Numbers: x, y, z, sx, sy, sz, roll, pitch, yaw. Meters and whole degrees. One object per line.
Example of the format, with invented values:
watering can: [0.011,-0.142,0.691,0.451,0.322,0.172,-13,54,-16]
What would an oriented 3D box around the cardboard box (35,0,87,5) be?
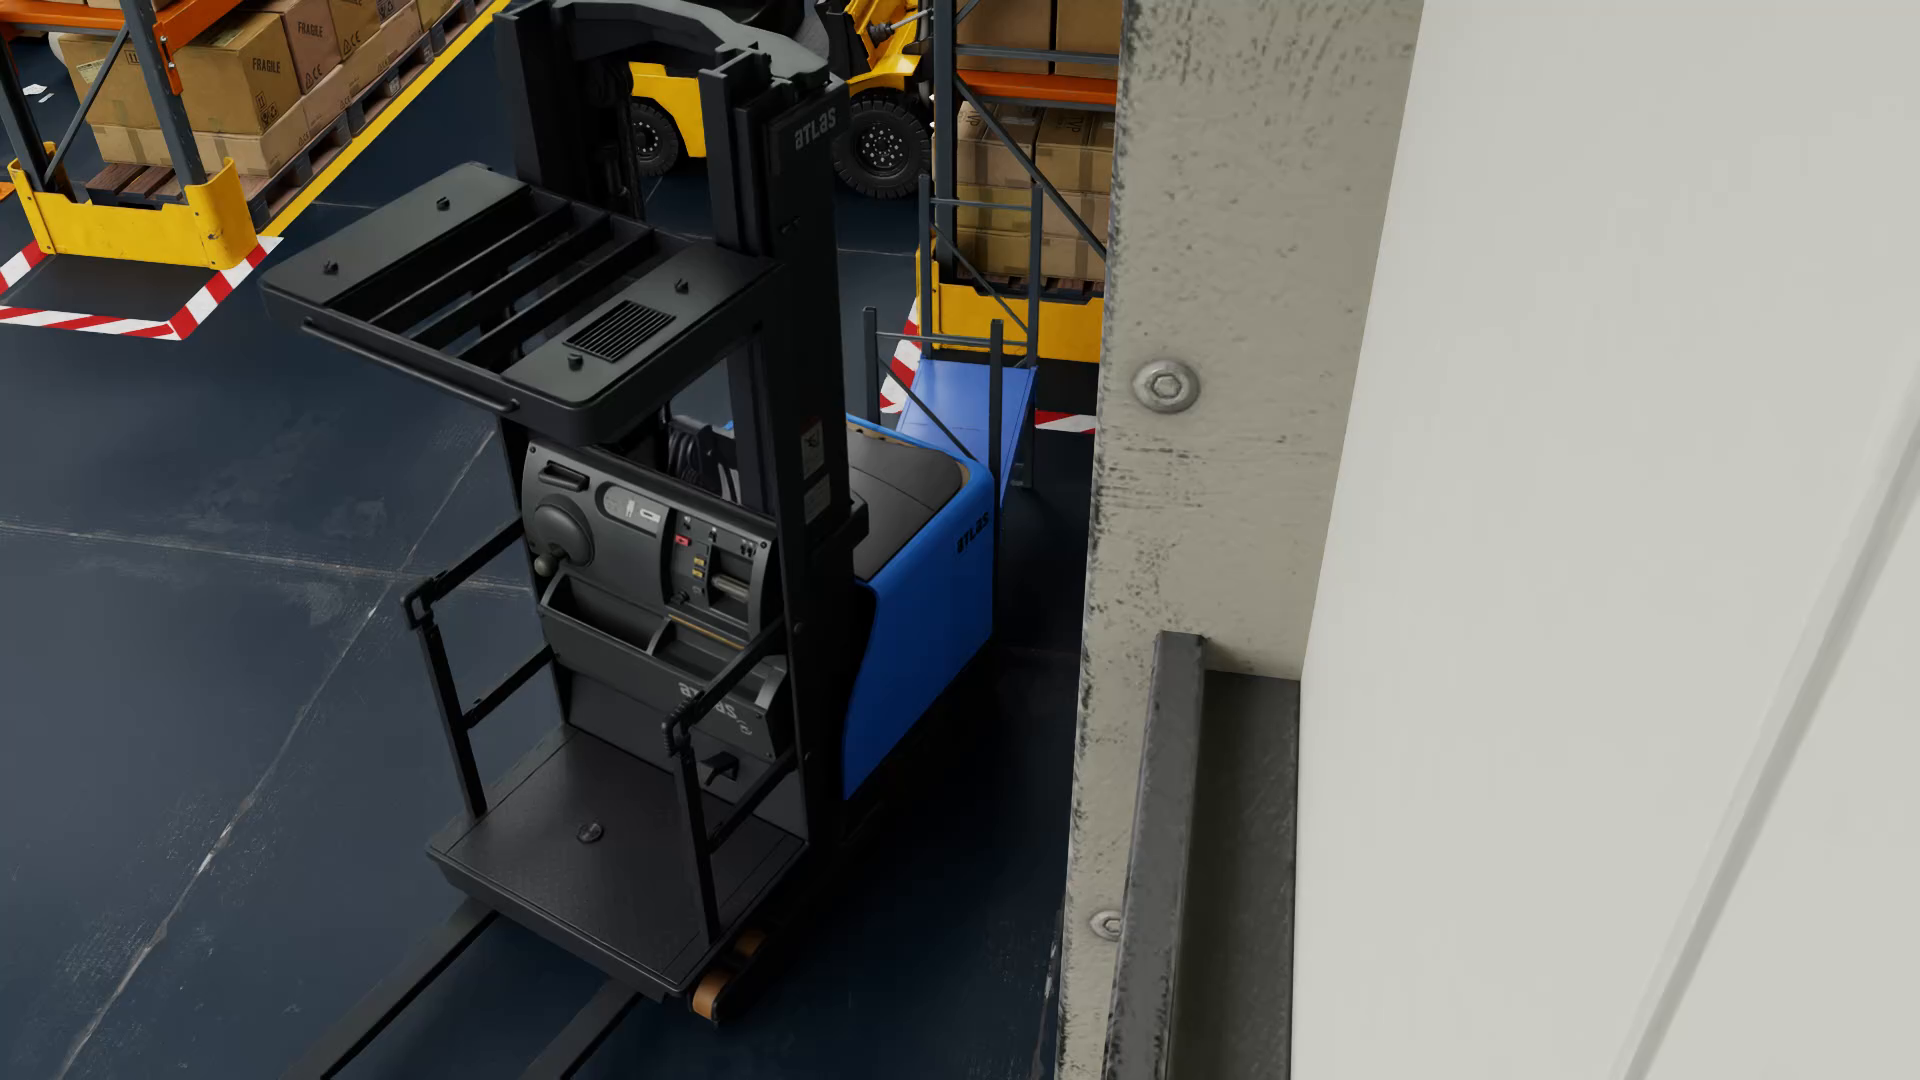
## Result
cardboard box: [-4.652,-2.900,8.601,0.380,0.149,0.250,8,40,9]

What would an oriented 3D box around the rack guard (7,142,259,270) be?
rack guard: [-4.493,-1.823,9.063,1.175,0.500,0.348,6,40,8]

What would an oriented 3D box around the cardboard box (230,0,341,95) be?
cardboard box: [-4.004,-2.949,9.703,0.500,0.500,0.500,5,40,6]

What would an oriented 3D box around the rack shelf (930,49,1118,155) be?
rack shelf: [0.729,-3.172,9.297,1.077,0.370,4.000,6,40,8]

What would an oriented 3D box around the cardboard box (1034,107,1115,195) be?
cardboard box: [0.653,-1.962,8.313,0.500,0.250,0.500,6,40,7]

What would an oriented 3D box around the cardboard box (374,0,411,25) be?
cardboard box: [-3.825,-3.600,10.489,0.500,0.500,0.500,8,40,10]

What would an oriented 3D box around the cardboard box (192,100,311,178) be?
cardboard box: [-4.094,-2.317,9.526,0.500,0.250,0.500,6,40,7]

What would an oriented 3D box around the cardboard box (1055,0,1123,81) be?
cardboard box: [0.743,-2.513,7.856,0.500,0.500,0.500,8,40,9]

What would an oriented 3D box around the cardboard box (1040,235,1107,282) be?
cardboard box: [0.661,-1.583,8.638,0.500,0.250,0.500,7,40,8]

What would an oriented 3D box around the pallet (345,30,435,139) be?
pallet: [-4.104,-2.981,10.690,1.003,0.211,1.213,6,40,8]

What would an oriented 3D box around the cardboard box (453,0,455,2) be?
cardboard box: [-3.651,-3.951,11.502,0.500,0.250,0.500,8,40,10]

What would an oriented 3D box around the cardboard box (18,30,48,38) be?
cardboard box: [-6.542,-3.798,11.343,0.797,0.637,0.503,6,40,8]

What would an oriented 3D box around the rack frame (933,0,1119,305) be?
rack frame: [0.383,-2.194,7.549,1.000,3.000,0.127,6,40,8]

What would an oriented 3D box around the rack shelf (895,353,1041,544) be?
rack shelf: [-0.006,-0.394,6.832,0.538,0.185,1.000,6,40,8]

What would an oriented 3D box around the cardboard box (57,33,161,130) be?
cardboard box: [-4.624,-2.661,9.355,0.500,0.500,0.500,7,40,8]

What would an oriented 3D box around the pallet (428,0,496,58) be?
pallet: [-3.895,-3.749,11.619,1.003,0.211,1.213,6,40,8]

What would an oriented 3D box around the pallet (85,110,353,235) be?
pallet: [-4.318,-2.218,9.767,1.003,0.211,1.213,6,40,8]

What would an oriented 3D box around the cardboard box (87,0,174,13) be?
cardboard box: [-4.243,-2.832,8.519,0.380,0.149,0.250,7,40,8]

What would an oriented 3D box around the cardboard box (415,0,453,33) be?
cardboard box: [-3.734,-3.615,11.097,0.500,0.250,0.500,5,40,6]

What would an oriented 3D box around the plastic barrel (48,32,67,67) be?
plastic barrel: [-5.640,-3.209,10.799,0.421,0.421,0.512,-28,47,-30]

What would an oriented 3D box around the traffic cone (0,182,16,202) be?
traffic cone: [-5.702,-2.173,9.515,0.336,0.463,0.334,6,40,8]

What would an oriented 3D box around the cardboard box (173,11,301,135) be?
cardboard box: [-4.091,-2.621,9.305,0.500,0.500,0.500,5,40,6]

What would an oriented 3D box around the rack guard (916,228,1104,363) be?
rack guard: [0.379,-1.215,8.328,1.175,0.500,0.348,6,40,8]

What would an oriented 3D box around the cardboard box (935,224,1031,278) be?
cardboard box: [0.154,-1.626,8.690,0.500,0.250,0.500,7,40,8]

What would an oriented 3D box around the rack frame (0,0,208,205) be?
rack frame: [-4.506,-2.739,8.208,1.000,3.000,0.127,6,40,8]

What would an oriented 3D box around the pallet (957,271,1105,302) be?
pallet: [0.474,-1.604,9.024,1.003,0.211,1.213,6,40,8]

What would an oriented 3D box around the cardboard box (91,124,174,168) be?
cardboard box: [-4.627,-2.393,9.618,0.500,0.250,0.500,6,40,7]

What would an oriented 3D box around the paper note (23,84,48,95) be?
paper note: [-6.008,-2.919,10.766,0.148,0.019,0.142,20,44,23]

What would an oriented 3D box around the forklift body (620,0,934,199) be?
forklift body: [-1.085,-3.258,9.502,2.313,2.155,1.214,6,40,8]

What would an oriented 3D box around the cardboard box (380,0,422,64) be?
cardboard box: [-3.826,-3.297,10.712,0.500,0.250,0.500,7,40,8]

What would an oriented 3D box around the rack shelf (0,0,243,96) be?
rack shelf: [-4.160,-3.717,9.956,1.077,0.370,4.000,6,40,8]

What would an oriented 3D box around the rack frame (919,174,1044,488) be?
rack frame: [0.083,-0.852,7.103,0.500,1.500,0.032,6,40,8]

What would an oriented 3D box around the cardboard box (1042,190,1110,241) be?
cardboard box: [0.669,-1.761,8.462,0.500,0.250,0.500,7,40,8]

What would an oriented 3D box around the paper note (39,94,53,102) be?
paper note: [-5.867,-2.839,10.676,0.032,0.001,0.123,6,40,8]

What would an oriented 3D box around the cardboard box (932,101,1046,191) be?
cardboard box: [0.156,-2.005,8.364,0.500,0.250,0.500,8,40,9]

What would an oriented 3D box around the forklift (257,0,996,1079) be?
forklift: [-1.060,0.079,4.855,1.130,2.935,3.031,21,44,24]

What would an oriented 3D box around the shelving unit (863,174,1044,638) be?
shelving unit: [-0.006,-0.533,6.718,0.538,1.500,1.048,6,40,8]

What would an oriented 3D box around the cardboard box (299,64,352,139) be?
cardboard box: [-3.998,-2.636,9.913,0.500,0.250,0.500,8,40,9]

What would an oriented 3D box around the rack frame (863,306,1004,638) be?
rack frame: [-0.095,-0.214,6.332,0.500,1.500,0.032,6,40,8]

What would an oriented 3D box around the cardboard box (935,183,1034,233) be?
cardboard box: [0.160,-1.828,8.543,0.500,0.250,0.500,6,40,7]

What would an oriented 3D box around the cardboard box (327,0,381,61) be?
cardboard box: [-3.910,-3.263,10.083,0.500,0.500,0.500,7,40,9]

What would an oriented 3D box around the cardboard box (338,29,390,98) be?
cardboard box: [-3.916,-2.980,10.329,0.500,0.250,0.500,9,40,11]

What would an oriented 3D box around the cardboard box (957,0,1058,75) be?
cardboard box: [0.210,-2.570,7.926,0.500,0.500,0.500,6,40,7]
